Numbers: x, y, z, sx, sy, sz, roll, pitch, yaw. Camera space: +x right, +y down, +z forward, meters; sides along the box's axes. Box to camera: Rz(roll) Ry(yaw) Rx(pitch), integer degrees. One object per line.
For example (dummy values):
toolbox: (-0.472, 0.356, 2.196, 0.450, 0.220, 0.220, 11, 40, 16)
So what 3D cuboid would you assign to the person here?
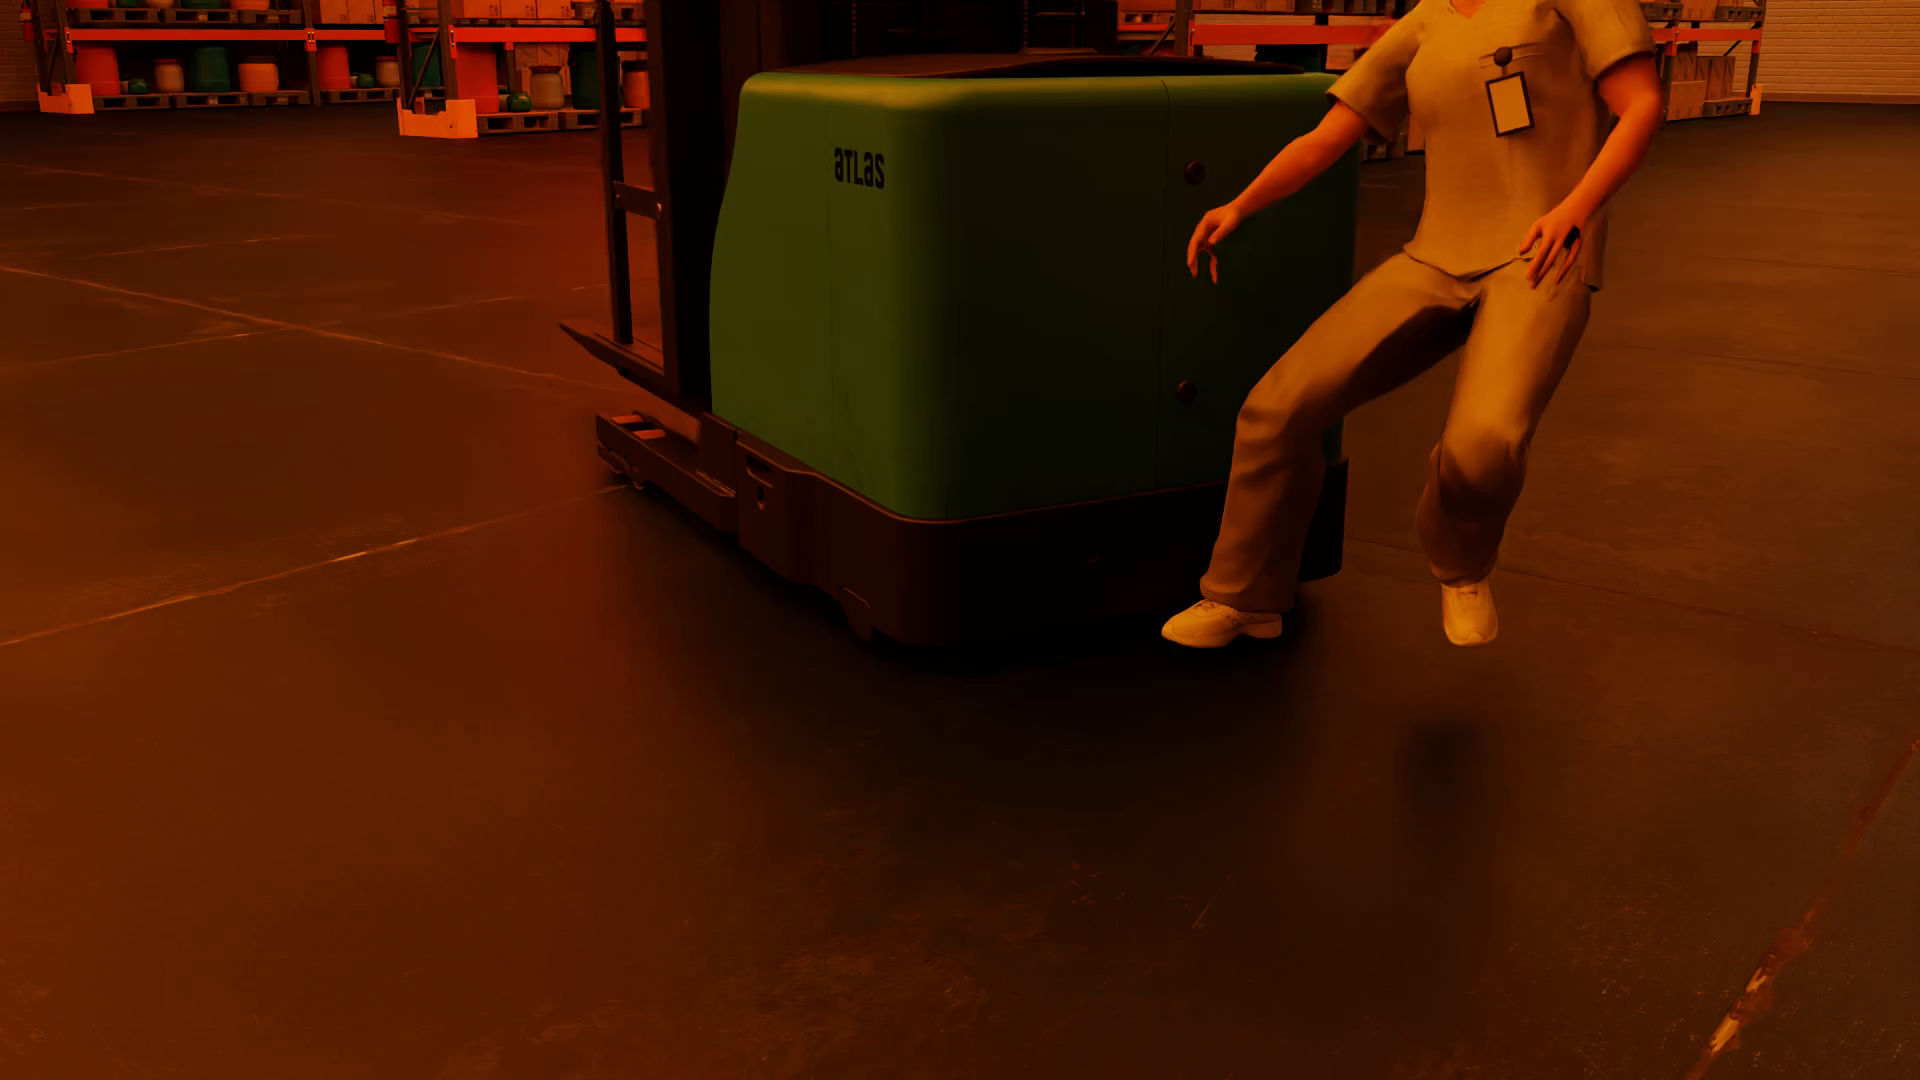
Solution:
person: (0.772, -0.467, 2.895, 0.644, 1.500, 0.706, -14, 22, -39)

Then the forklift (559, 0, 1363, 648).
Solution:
forklift: (-0.336, -1.584, 4.115, 1.130, 2.935, 3.031, -9, 19, -27)
